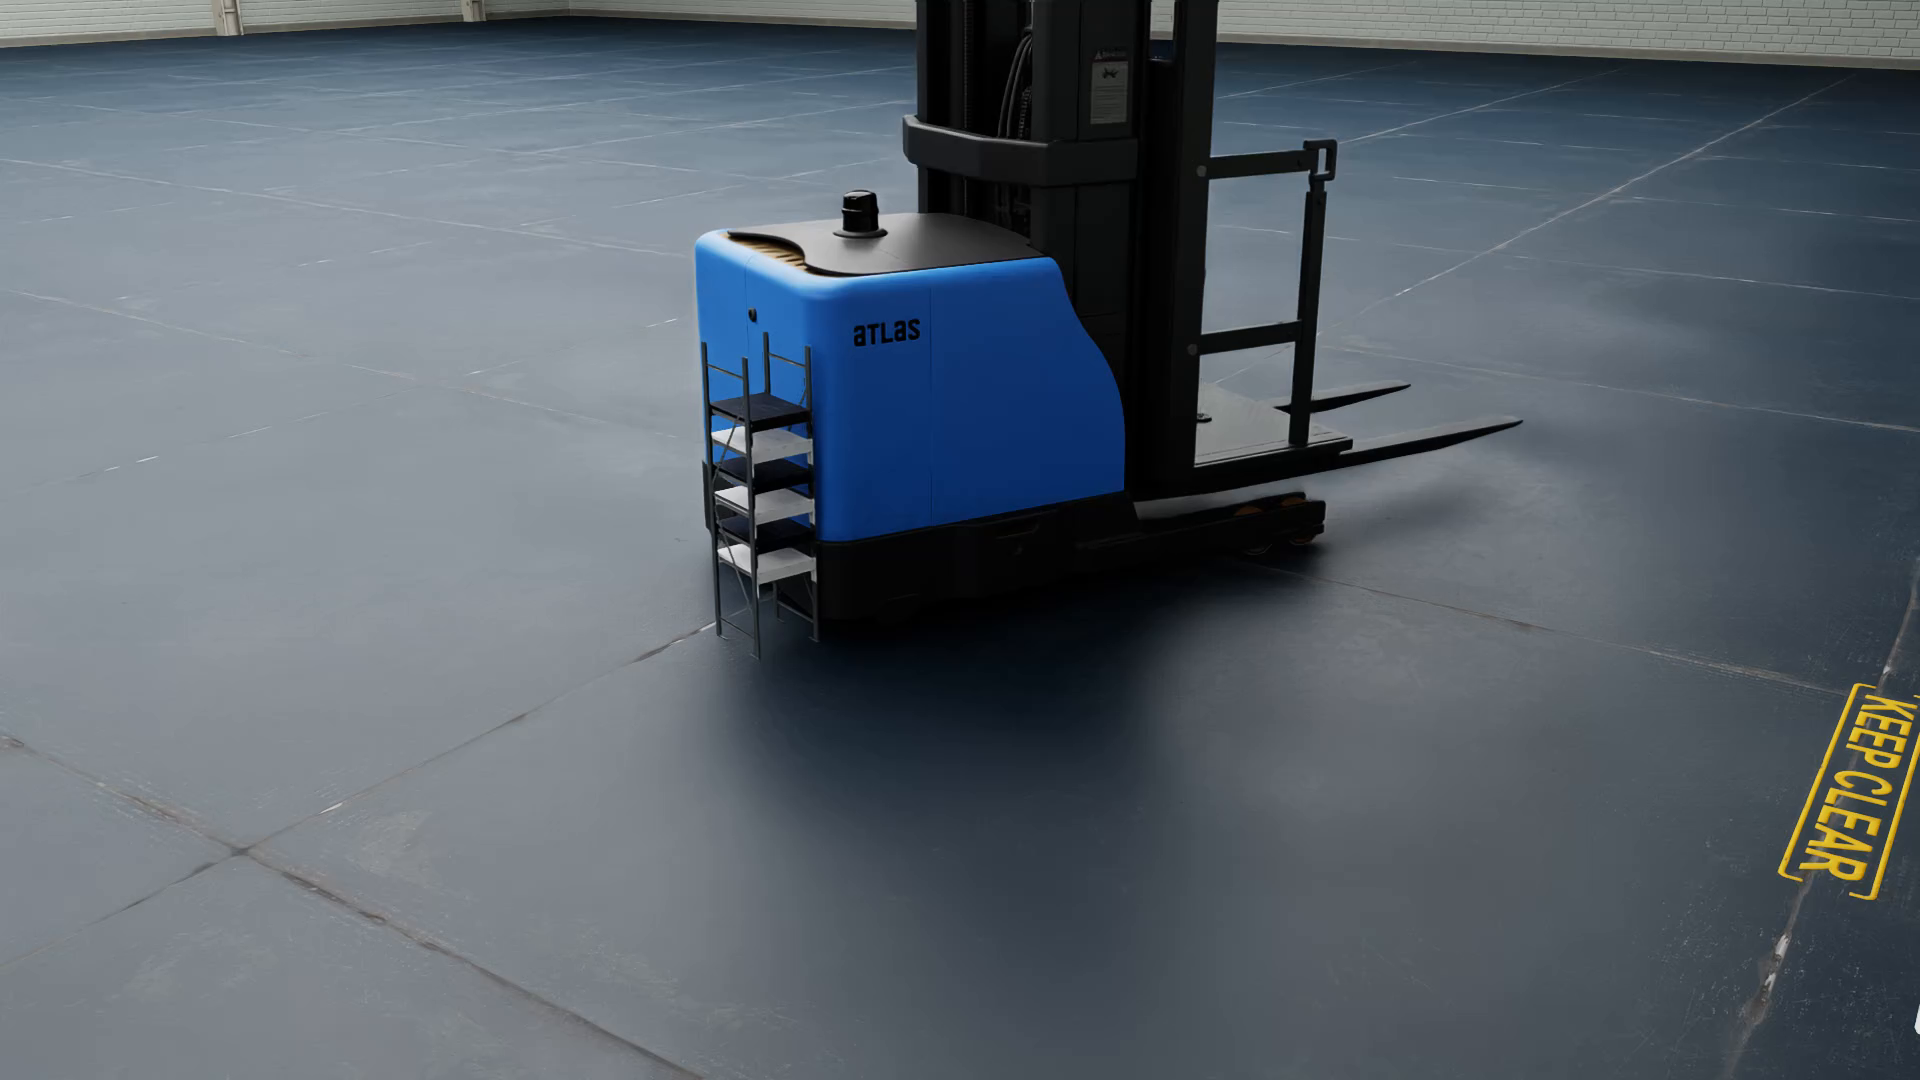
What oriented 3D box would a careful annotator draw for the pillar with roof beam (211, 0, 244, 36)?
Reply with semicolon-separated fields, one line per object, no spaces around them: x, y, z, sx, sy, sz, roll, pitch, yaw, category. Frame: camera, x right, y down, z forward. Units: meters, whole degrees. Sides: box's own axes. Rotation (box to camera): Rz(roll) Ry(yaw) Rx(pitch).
-10.567;-13.154;28.355;9.100;9.000;0.400;13;24;32;pillar with roof beam

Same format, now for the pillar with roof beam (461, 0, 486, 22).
-7.194;-14.875;33.009;9.100;9.000;0.400;13;24;32;pillar with roof beam

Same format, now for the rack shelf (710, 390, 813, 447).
-0.572;-0.347;4.724;0.200;0.077;0.258;-15;25;-35;rack shelf

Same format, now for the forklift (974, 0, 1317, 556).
0.673;-1.469;5.511;3.031;2.935;1.121;-11;23;-27;forklift

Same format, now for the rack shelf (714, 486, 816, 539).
-0.573;-0.094;4.818;0.200;0.077;0.258;-15;25;-35;rack shelf

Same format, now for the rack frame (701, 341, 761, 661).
-0.653;-0.104;4.747;0.006;0.900;0.240;-15;25;-35;rack frame

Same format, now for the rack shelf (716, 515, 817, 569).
-0.573;-0.010;4.849;0.200;0.077;0.258;-15;25;-35;rack shelf

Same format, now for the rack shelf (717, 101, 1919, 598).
5.917;-2.615;12.444;20.329;0.274;7.532;-15;25;-35;rack shelf

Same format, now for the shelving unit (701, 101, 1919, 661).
5.915;-2.907;12.334;20.334;0.900;7.532;-15;25;-35;shelving unit

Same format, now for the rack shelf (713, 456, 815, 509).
-0.573;-0.179;4.786;0.200;0.077;0.258;-15;25;-35;rack shelf
